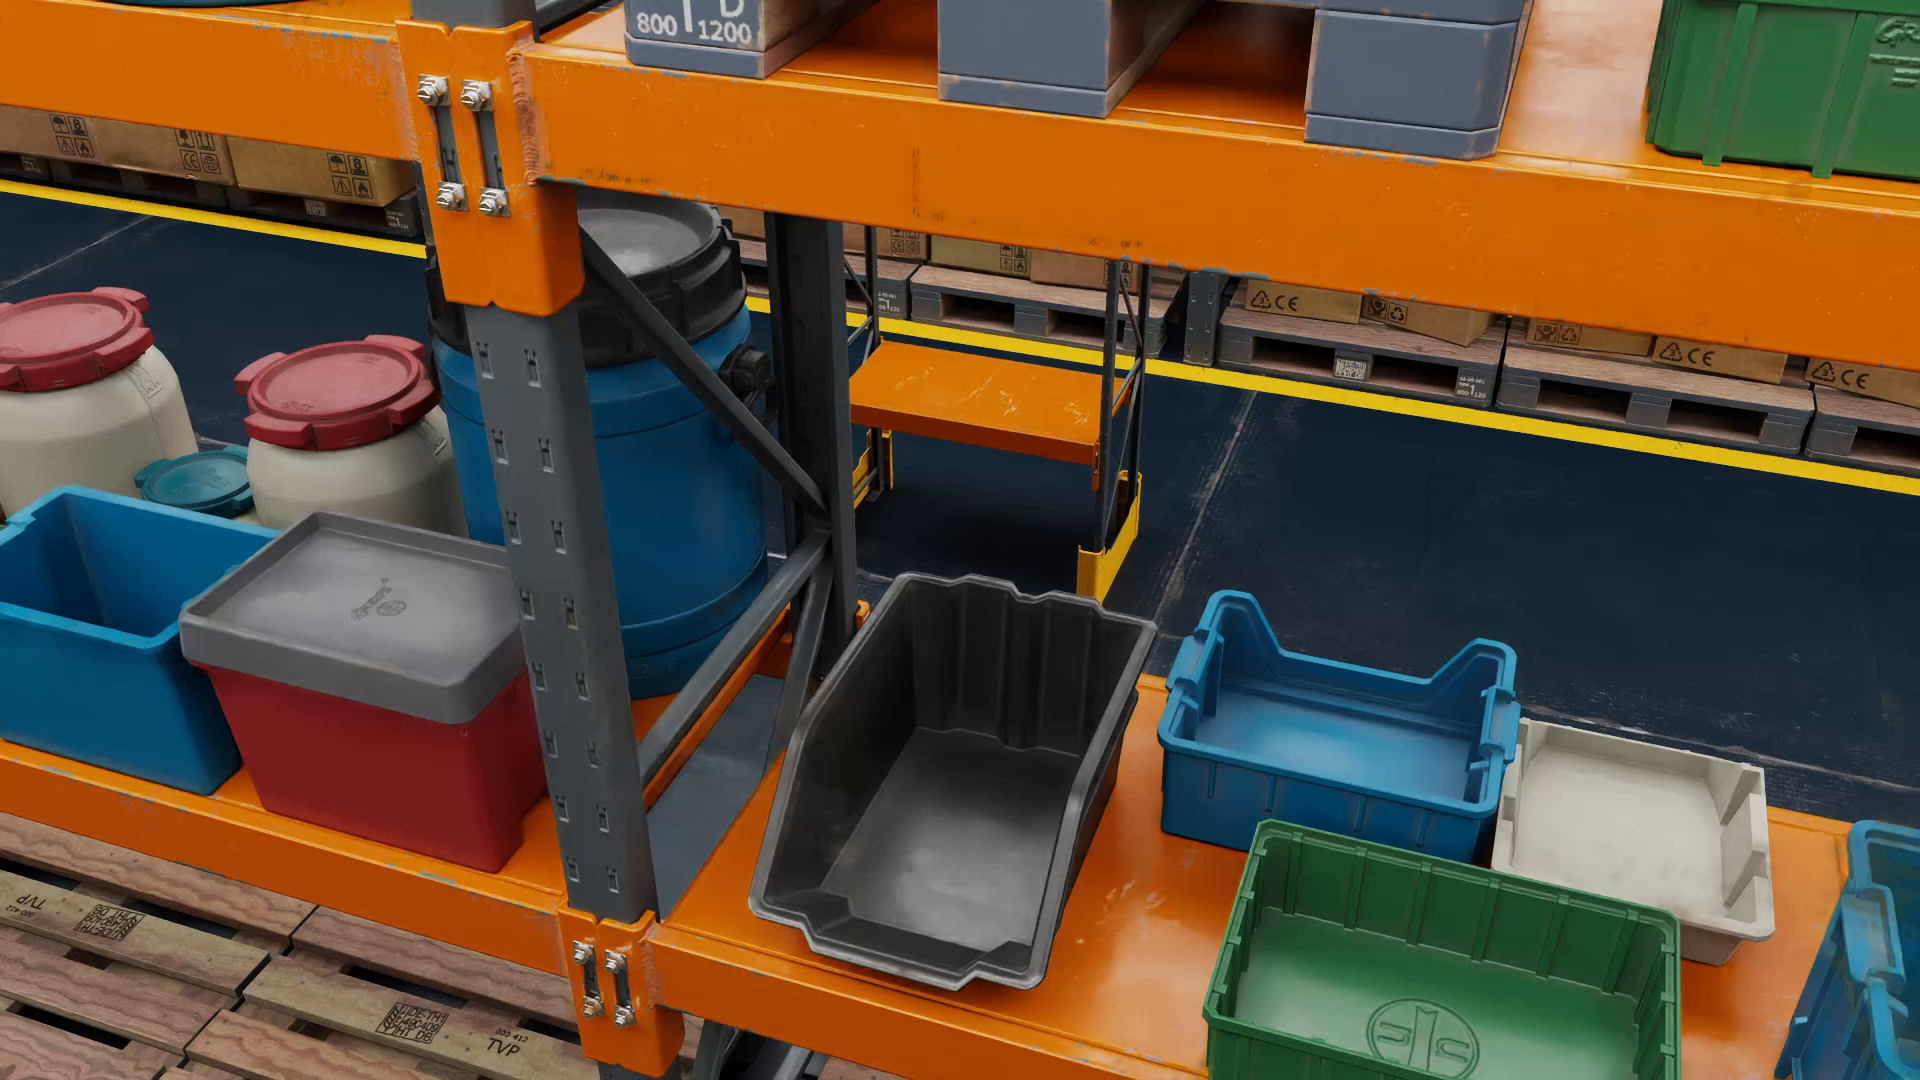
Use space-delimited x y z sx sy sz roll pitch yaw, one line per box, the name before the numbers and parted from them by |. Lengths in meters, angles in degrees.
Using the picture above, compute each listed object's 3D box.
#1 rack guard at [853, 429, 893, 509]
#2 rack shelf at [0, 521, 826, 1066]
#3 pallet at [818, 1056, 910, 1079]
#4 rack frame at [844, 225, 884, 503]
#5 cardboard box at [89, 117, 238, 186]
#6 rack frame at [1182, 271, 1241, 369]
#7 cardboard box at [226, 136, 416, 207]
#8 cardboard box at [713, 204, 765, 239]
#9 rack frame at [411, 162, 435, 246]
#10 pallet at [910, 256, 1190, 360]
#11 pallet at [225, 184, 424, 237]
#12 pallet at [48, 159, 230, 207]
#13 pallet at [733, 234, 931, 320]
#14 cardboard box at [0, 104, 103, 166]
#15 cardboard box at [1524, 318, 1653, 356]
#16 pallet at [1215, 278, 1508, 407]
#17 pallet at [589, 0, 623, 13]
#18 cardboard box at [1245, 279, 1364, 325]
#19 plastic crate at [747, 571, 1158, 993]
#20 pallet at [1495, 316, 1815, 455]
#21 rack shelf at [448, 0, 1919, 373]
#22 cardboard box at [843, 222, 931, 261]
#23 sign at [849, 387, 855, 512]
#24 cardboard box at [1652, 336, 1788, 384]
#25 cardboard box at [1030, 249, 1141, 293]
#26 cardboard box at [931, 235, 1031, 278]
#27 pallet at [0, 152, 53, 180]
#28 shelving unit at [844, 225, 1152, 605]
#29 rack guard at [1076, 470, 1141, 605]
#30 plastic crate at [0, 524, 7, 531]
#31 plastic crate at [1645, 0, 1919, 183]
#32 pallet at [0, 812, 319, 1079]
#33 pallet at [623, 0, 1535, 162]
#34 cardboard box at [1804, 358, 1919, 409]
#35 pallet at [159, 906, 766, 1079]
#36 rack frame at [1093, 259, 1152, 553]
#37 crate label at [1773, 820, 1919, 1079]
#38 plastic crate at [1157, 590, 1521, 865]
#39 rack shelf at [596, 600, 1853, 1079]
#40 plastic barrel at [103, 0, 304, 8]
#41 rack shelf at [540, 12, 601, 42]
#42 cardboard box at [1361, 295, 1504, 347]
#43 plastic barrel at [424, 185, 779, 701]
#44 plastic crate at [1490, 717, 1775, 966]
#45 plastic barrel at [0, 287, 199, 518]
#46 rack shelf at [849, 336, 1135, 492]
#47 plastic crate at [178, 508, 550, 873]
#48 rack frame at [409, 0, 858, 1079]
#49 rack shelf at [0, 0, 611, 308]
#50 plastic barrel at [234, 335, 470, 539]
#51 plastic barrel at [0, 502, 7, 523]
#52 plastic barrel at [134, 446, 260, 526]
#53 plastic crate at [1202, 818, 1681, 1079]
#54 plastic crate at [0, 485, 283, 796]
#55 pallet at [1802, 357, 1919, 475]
rack guard | -0.397 -0.182 6.302 0.087 0.250 0.587 11 34 16
rack shelf | -2.326 0.172 3.882 4.000 0.370 1.077 11 34 16
pallet | 0.175 1.551 3.653 1.213 0.211 1.003 11 34 16
rack frame | -0.398 -0.707 5.963 0.032 1.500 0.500 11 34 16
cardboard box | -4.017 -2.613 9.104 0.875 0.875 1.225 11 34 17
rack frame | 1.228 -2.293 7.037 0.127 3.000 1.000 11 34 16
cardboard box | -3.180 -2.446 8.845 0.875 0.875 1.225 9 34 14
cardboard box | -0.838 -1.853 8.253 0.500 0.500 0.700 14 35 20
rack frame | -2.538 -3.025 8.171 0.127 3.000 1.000 11 34 16
pallet | 0.494 -1.264 8.013 1.213 0.211 1.003 11 34 16
pallet | -3.254 -2.037 9.210 1.213 0.211 1.003 11 34 16
pallet | -4.399 -2.261 9.557 1.213 0.211 1.003 11 34 16
pallet | -0.658 -1.486 8.357 1.213 0.211 1.003 11 34 16
cardboard box | -4.852 -2.771 9.348 0.875 0.875 1.225 10 34 15
cardboard box | 2.744 -1.152 7.186 0.500 0.500 0.500 8 34 12
pallet | 1.872 -1.017 7.631 1.213 0.211 1.003 11 34 16
pallet | -1.831 -2.869 8.105 1.003 0.211 1.213 11 34 16
cardboard box | 1.591 -1.326 7.456 0.500 0.500 0.500 10 34 15
plastic crate | 0.007 0.422 2.888 0.504 0.338 0.767 11 34 16
pallet | 3.024 -0.795 7.286 1.213 0.211 1.003 11 34 16
rack shelf | 1.440 -0.356 1.934 4.000 0.370 1.077 11 34 16
cardboard box | -0.312 -1.751 8.095 0.500 0.500 0.700 8 34 12
sign | -0.247 -0.160 3.477 0.005 0.325 0.100 11 34 16
cardboard box | 3.254 -1.027 6.992 0.500 0.500 0.500 14 35 21
cardboard box | 0.657 -1.552 7.787 0.500 0.500 0.700 8 34 13
cardboard box | 0.214 -1.648 7.937 0.500 0.500 0.700 11 34 16
pallet | -5.551 -2.483 9.901 1.213 0.211 1.003 11 34 16
shelving unit | 0.072 -0.616 5.822 1.083 1.500 0.587 11 34 16
rack guard | 0.541 0.000 6.019 0.087 0.250 0.587 11 34 16
plastic crate | -2.178 0.150 3.448 0.662 0.188 0.450 11 34 16
plastic crate | 0.950 -0.508 1.701 0.450 0.188 0.336 11 34 16
pallet | -2.348 1.061 4.412 1.213 0.211 1.003 11 34 16
pallet | 0.269 -0.863 2.230 1.003 0.211 1.213 11 34 16
cardboard box | 3.837 -0.903 6.800 0.500 0.500 0.500 21 38 29
pallet | -1.195 1.283 4.068 1.213 0.211 1.003 11 34 16
rack frame | 0.559 -0.521 5.675 0.032 1.500 0.500 11 34 16
crate label | 1.499 0.754 2.284 0.616 0.435 0.502 11 34 16
plastic crate | 0.690 0.362 3.061 0.616 0.251 0.499 11 34 16
rack shelf | 1.440 0.904 2.748 4.000 0.370 1.077 11 34 16
plastic barrel | -0.995 -1.217 2.143 0.708 0.901 0.600 11 34 16
rack shelf | -0.655 -2.357 7.799 4.000 0.370 1.077 11 34 16
cardboard box | 2.133 -1.225 7.300 0.500 0.500 0.500 23 39 31
plastic barrel | -0.705 -0.200 3.333 0.708 0.901 0.600 11 34 16
plastic crate | 1.171 0.514 2.931 0.437 0.136 0.530 11 34 16
plastic barrel | -1.960 -0.243 3.735 0.433 0.535 0.433 0 33 0
rack shelf | 0.080 -0.463 5.917 1.000 0.185 0.538 11 34 16
plastic crate | -1.002 0.276 2.998 0.583 0.464 0.402 11 34 16
rack frame | -0.443 0.236 3.120 0.127 3.000 1.000 11 34 16
rack shelf | -2.326 -1.088 3.068 4.000 0.370 1.077 11 34 16
plastic barrel | -1.270 -0.109 3.527 0.433 0.535 0.433 0 33 0
plastic barrel | -2.368 -0.322 3.858 0.433 0.535 0.433 0 33 0
plastic barrel | -1.637 -0.027 3.654 0.301 0.262 0.301 0 33 0
plastic crate | 0.740 0.717 2.569 0.662 0.188 0.450 11 34 16
plastic crate | -1.586 0.199 3.191 0.575 0.384 0.392 11 34 16
pallet | 4.169 -0.571 6.939 1.213 0.211 1.003 11 34 16
